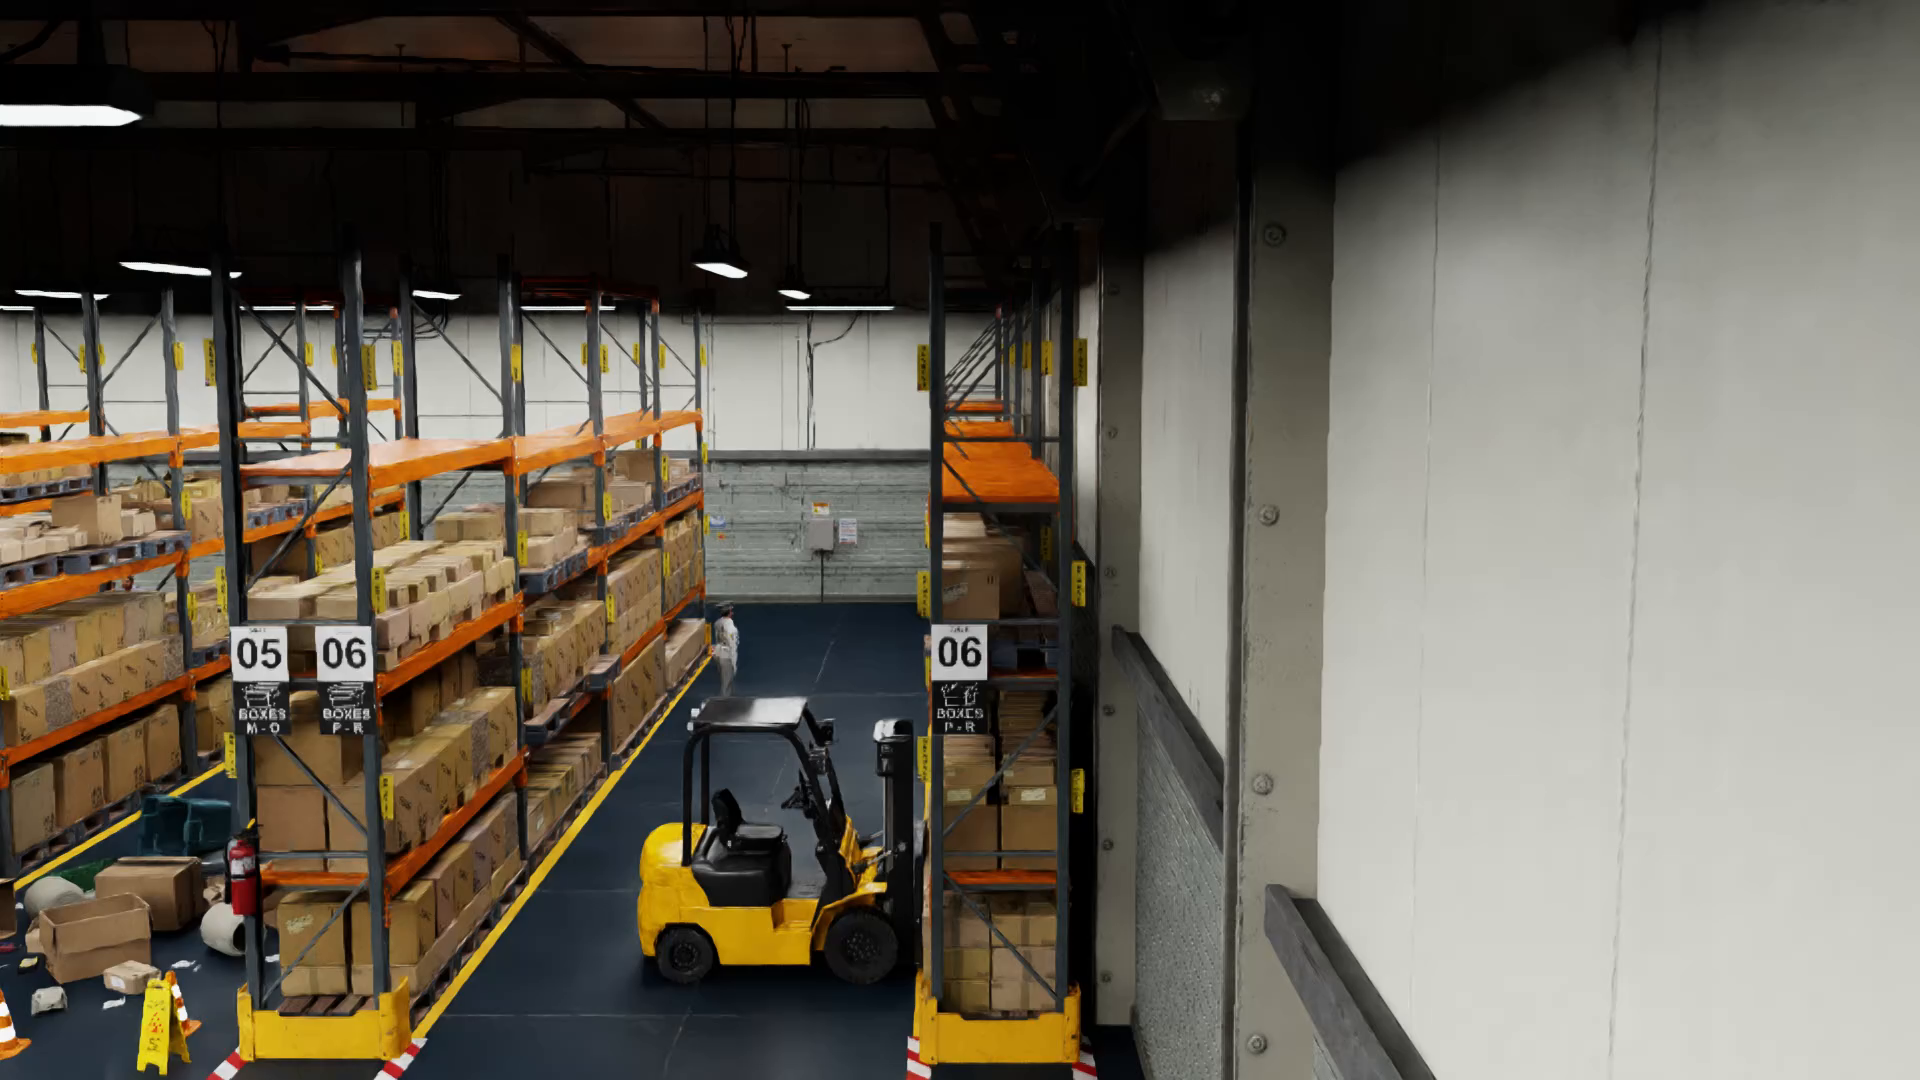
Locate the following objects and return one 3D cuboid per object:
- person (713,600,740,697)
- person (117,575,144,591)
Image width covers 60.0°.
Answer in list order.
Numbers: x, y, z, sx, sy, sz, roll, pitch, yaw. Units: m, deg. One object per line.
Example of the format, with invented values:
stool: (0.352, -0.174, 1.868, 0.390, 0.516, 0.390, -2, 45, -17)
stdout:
person: (-3.178, 1.657, 22.867, 0.409, 1.677, 0.532, -4, 8, -31)
person: (-13.193, 1.296, 26.483, 0.479, 1.553, 1.090, 0, 7, 2)
